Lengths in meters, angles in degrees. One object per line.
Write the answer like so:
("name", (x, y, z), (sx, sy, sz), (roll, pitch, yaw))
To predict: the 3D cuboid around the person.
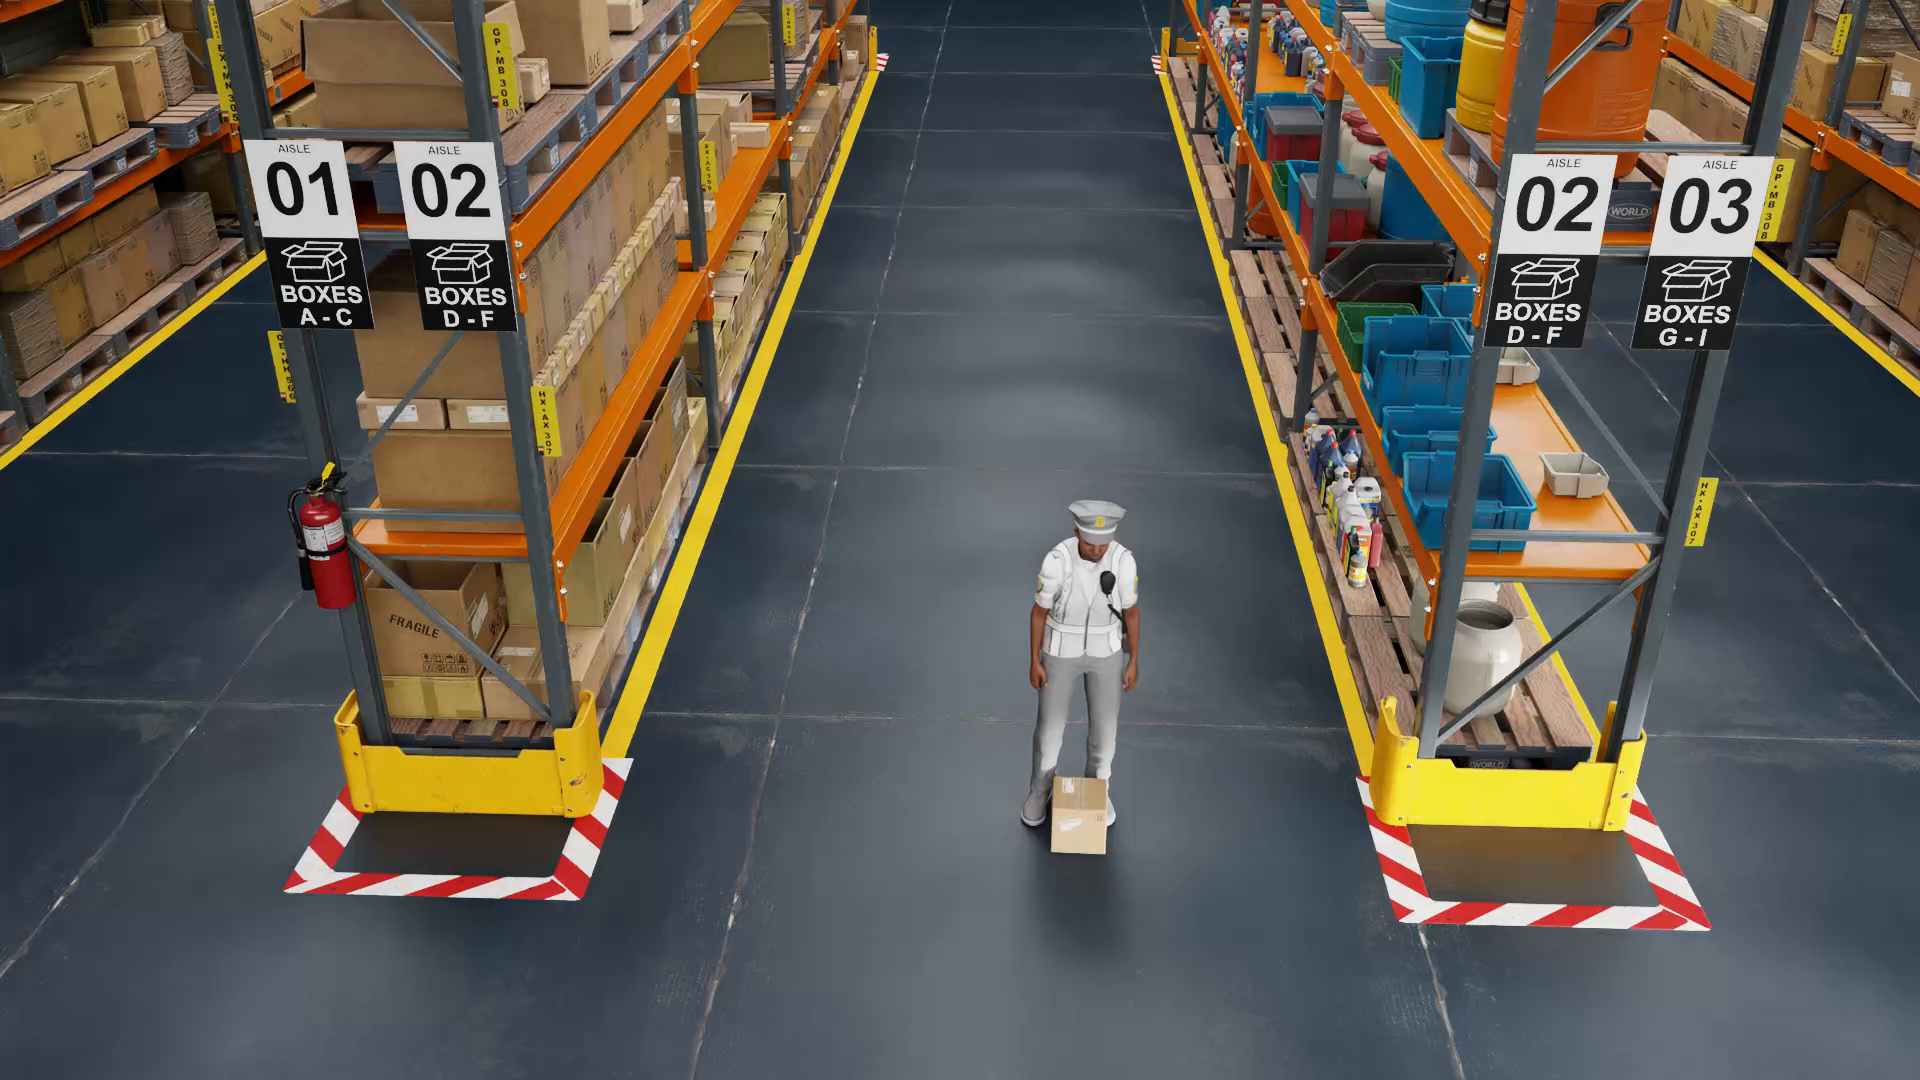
("person", (0.554, 0.547, 7.596), (0.529, 1.663, 0.392), (0, 28, 0))
